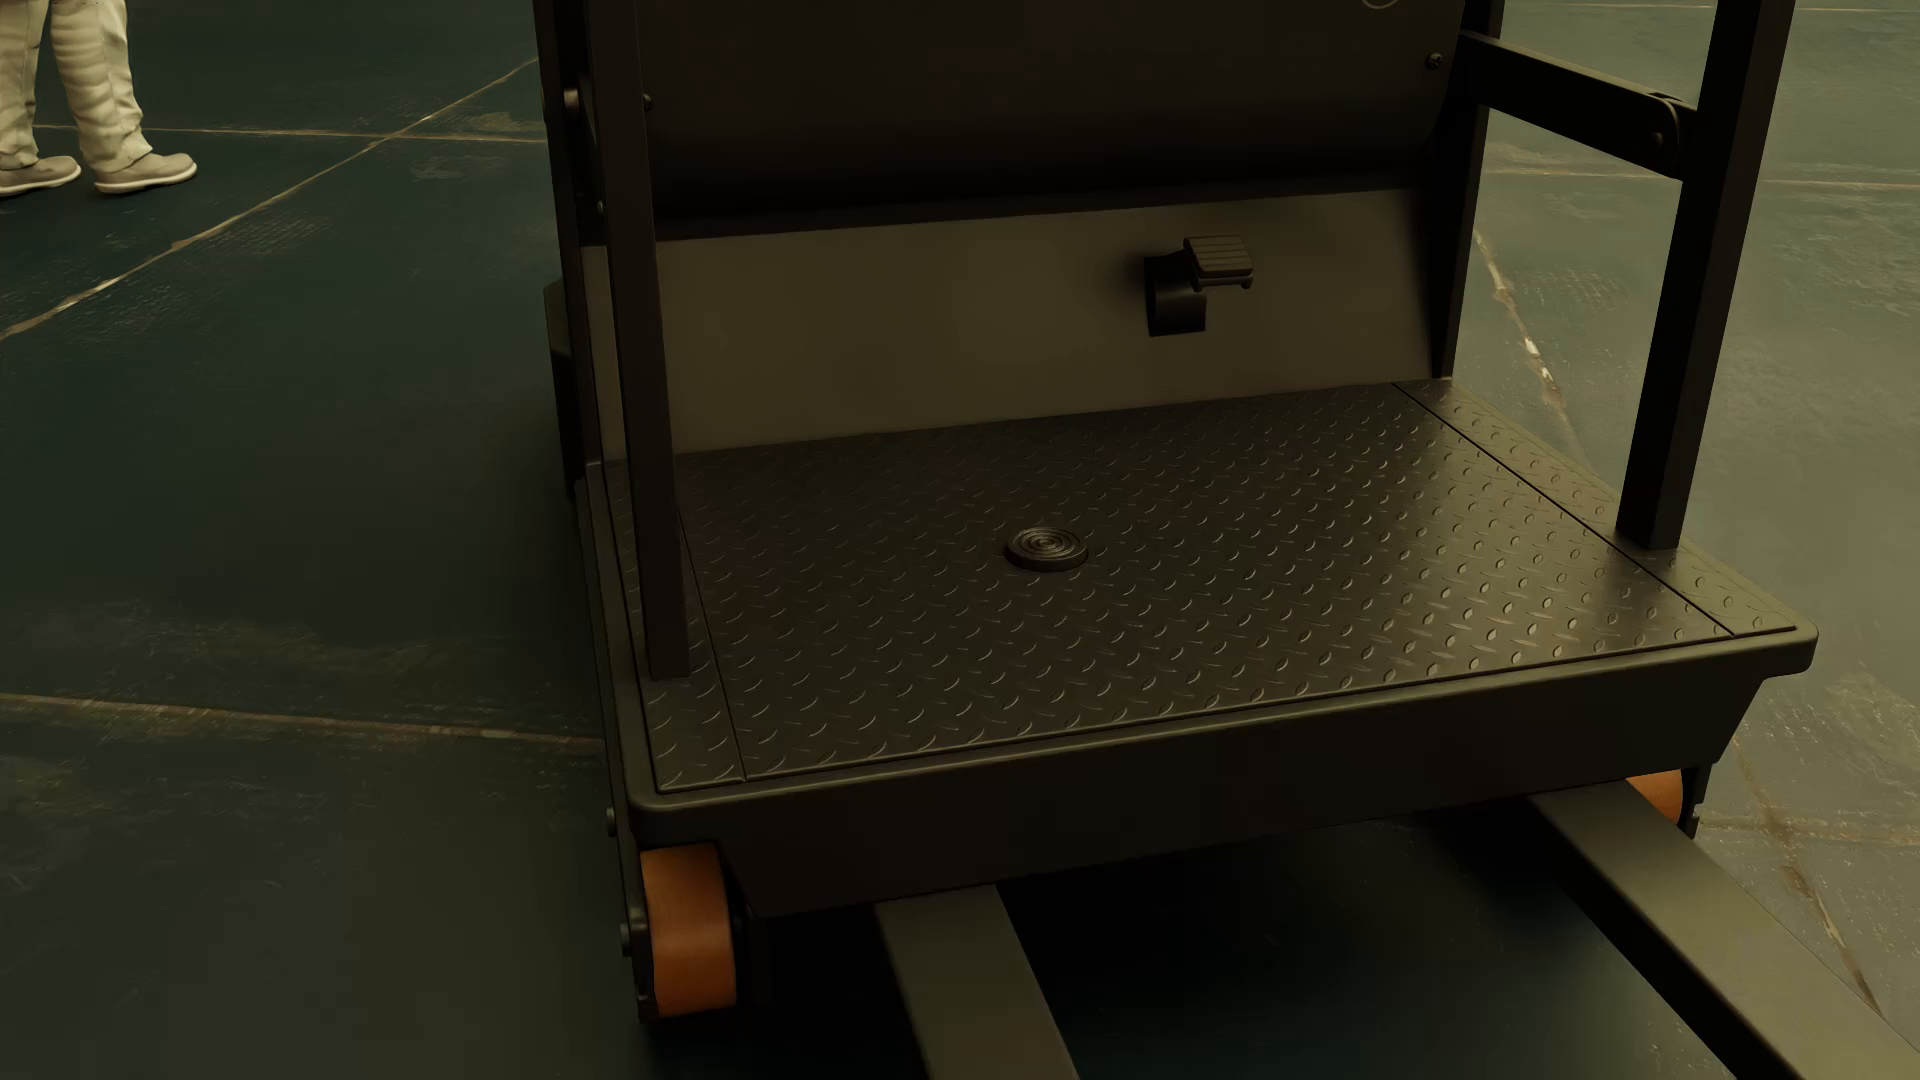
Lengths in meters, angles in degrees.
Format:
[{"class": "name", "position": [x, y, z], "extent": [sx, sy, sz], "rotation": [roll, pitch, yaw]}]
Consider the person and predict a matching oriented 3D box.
[{"class": "person", "position": [-2.331, -1.669, 4.006], "extent": [0.685, 1.648, 0.508], "rotation": [15, 30, 28]}]

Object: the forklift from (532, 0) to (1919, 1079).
[{"class": "forklift", "position": [0.153, -1.049, 1.319], "extent": [1.130, 2.935, 3.031], "rotation": [-7, 27, -13]}]
